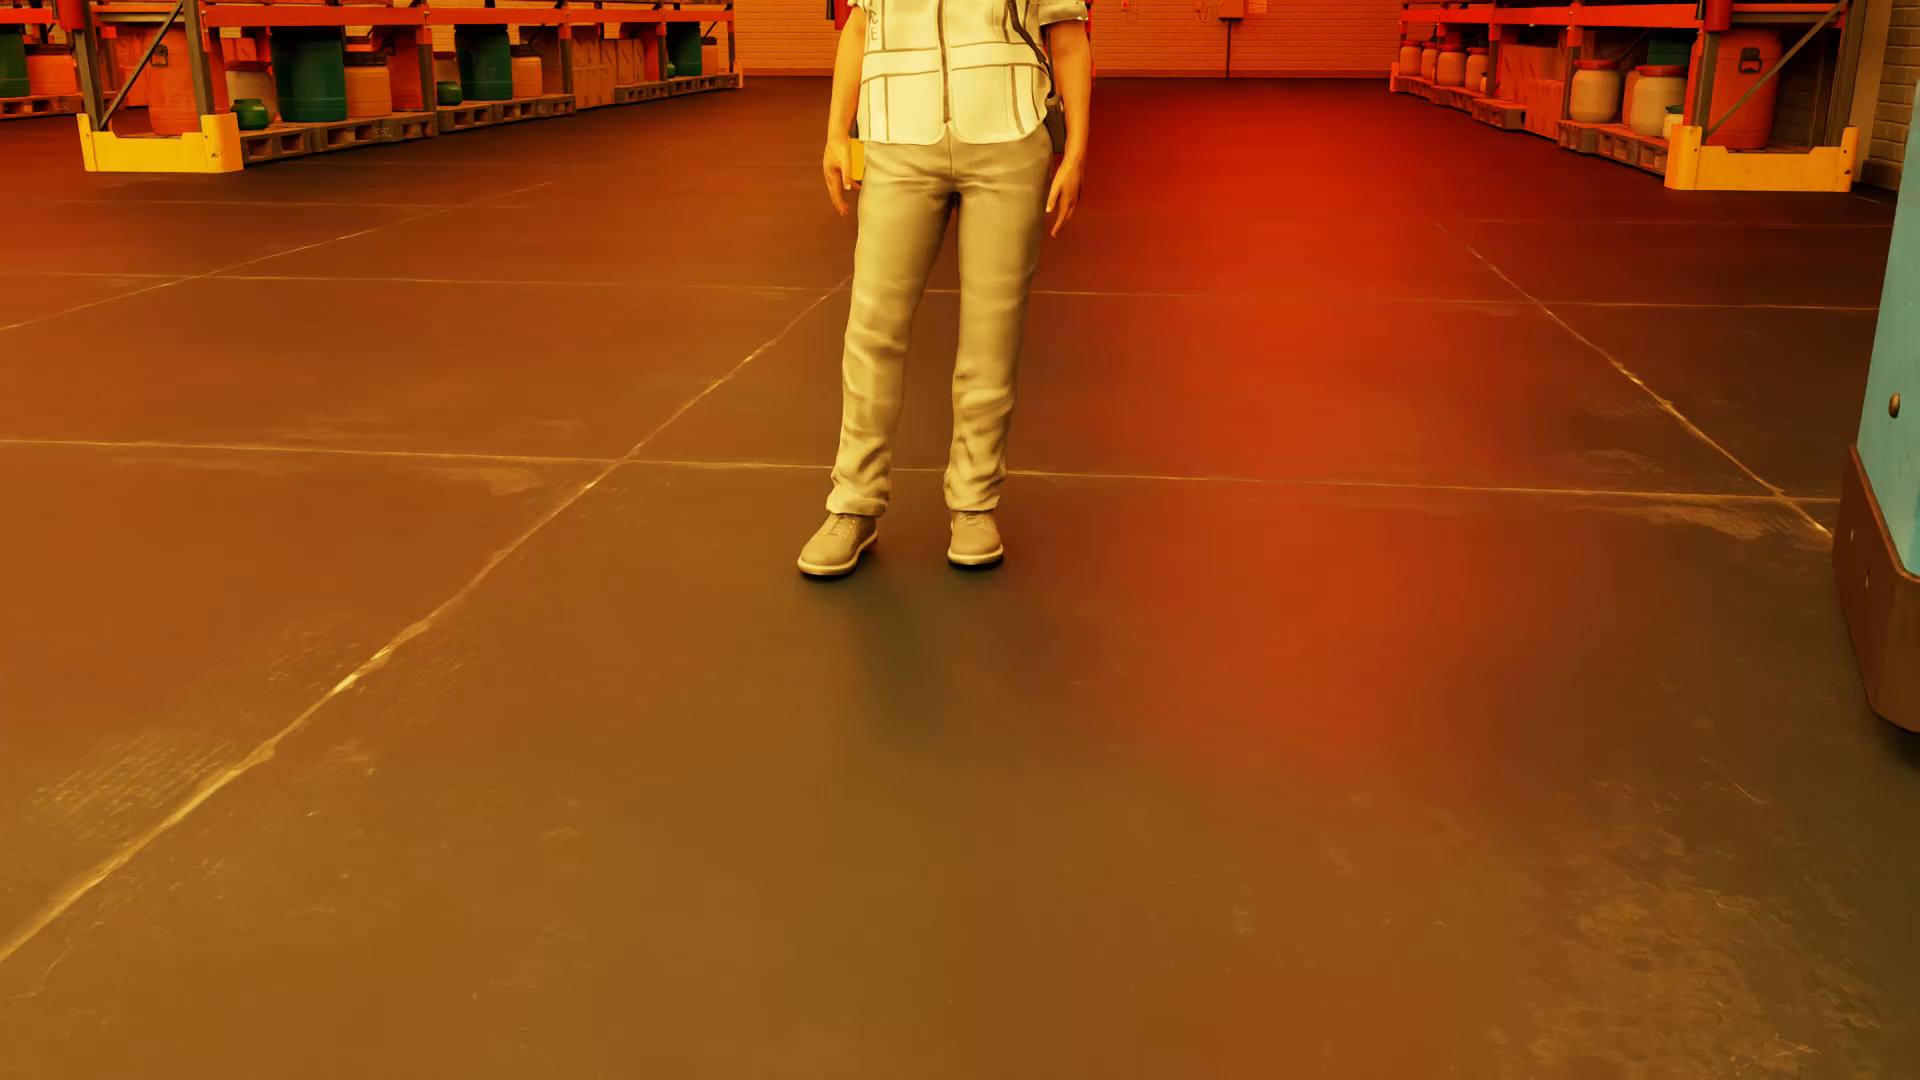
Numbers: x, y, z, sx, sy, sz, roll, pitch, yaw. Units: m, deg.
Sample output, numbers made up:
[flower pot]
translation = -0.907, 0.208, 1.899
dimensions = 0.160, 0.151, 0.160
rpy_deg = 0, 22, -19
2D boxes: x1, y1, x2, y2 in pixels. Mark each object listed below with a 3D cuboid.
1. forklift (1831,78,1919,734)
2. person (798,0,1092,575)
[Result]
[forklift]
translation = 3.050, -0.998, 2.116
dimensions = 3.031, 2.935, 1.130
rpy_deg = 7, 19, 22
[person]
translation = -0.032, -0.780, 3.503
dimensions = 0.599, 1.670, 0.529
rpy_deg = 2, 18, 7
